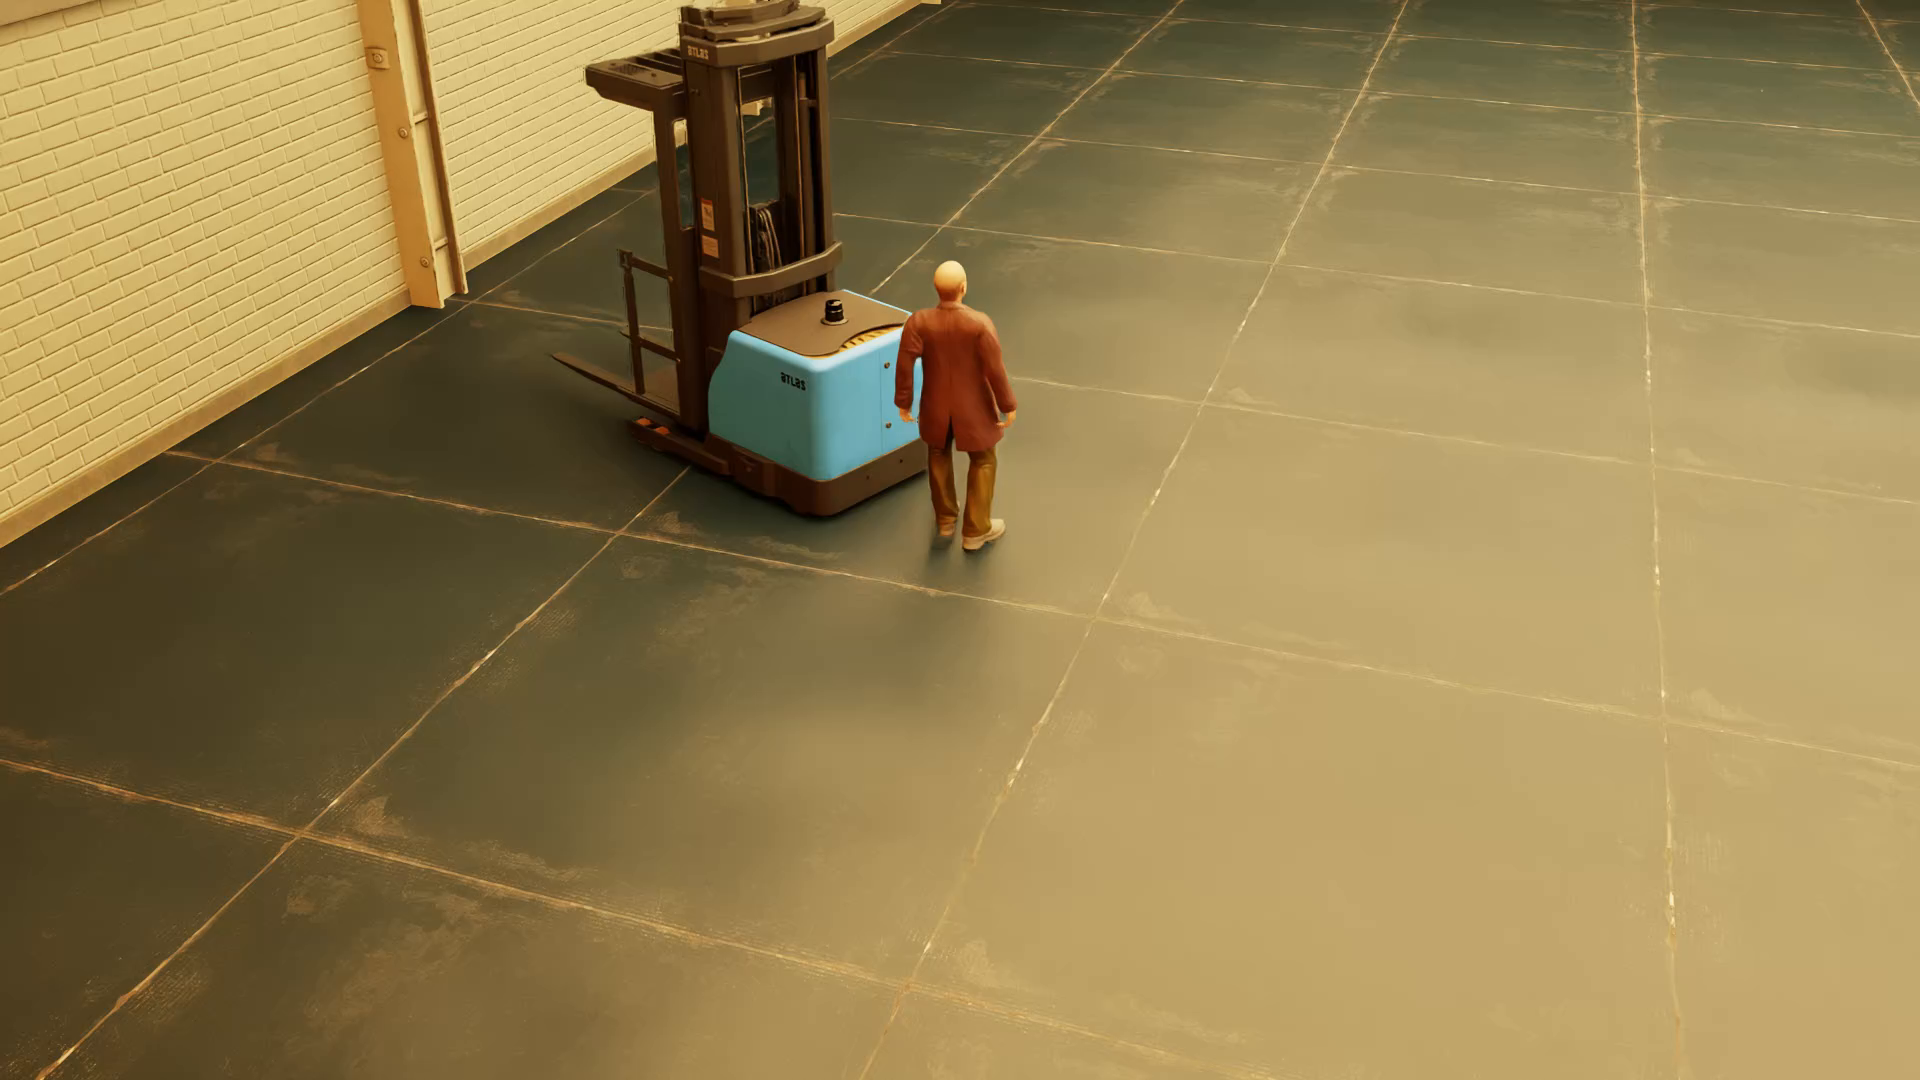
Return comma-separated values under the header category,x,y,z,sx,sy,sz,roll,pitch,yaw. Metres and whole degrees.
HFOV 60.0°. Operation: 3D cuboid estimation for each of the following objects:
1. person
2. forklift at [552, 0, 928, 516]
category,x,y,z,sx,sy,sz,roll,pitch,yaw
person,0.003,-0.821,9.780,0.735,1.754,0.517,7,31,13
forklift,-1.600,-2.033,10.703,3.031,2.935,1.130,24,38,36
